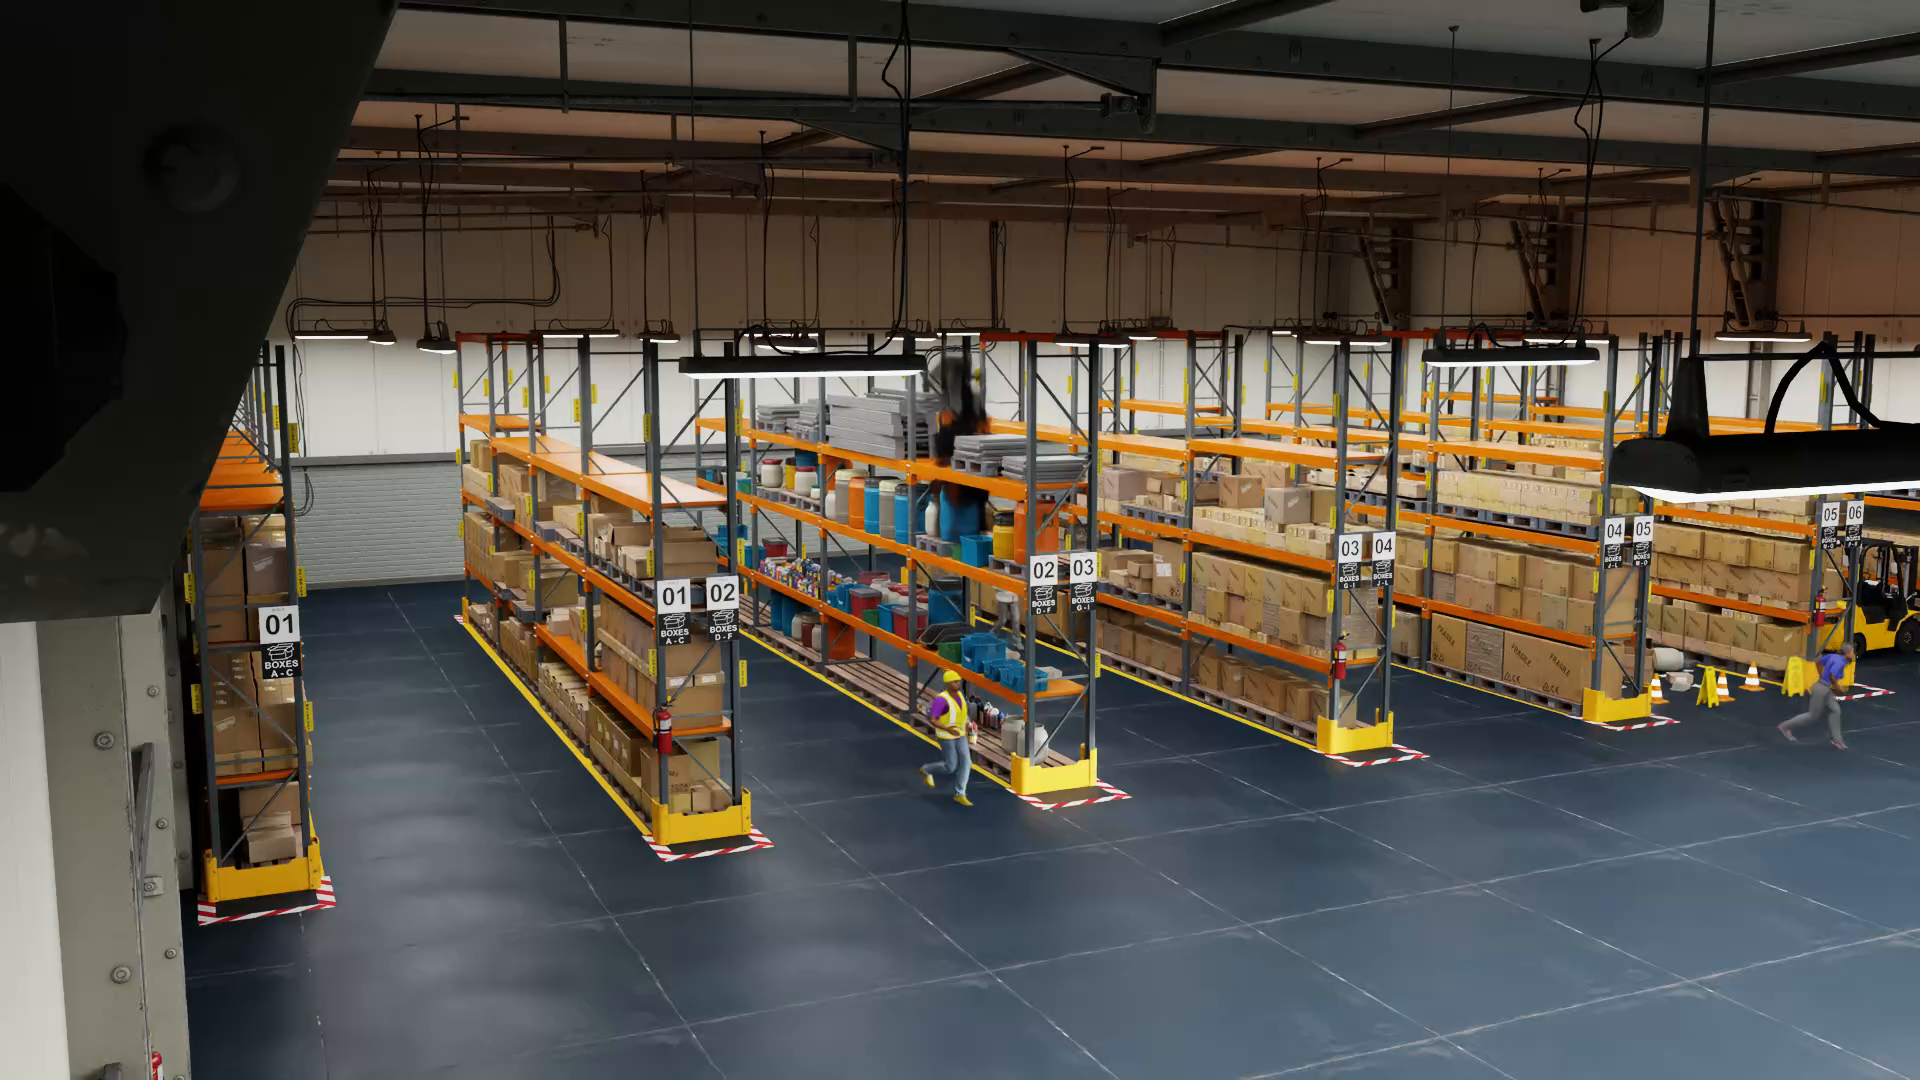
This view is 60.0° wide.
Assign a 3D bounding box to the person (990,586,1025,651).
[{"bbox_3d":[0.896,1.118,31.653,0.653,1.689,0.902,-5,9,-34],"label":"person"}]

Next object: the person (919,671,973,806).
[{"bbox_3d":[-0.150,2.567,21.749,0.825,1.762,0.708,6,10,39],"label":"person"}]

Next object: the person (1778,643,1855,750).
[{"bbox_3d":[12.595,2.286,24.464,0.975,1.614,0.610,2,8,13],"label":"person"}]
